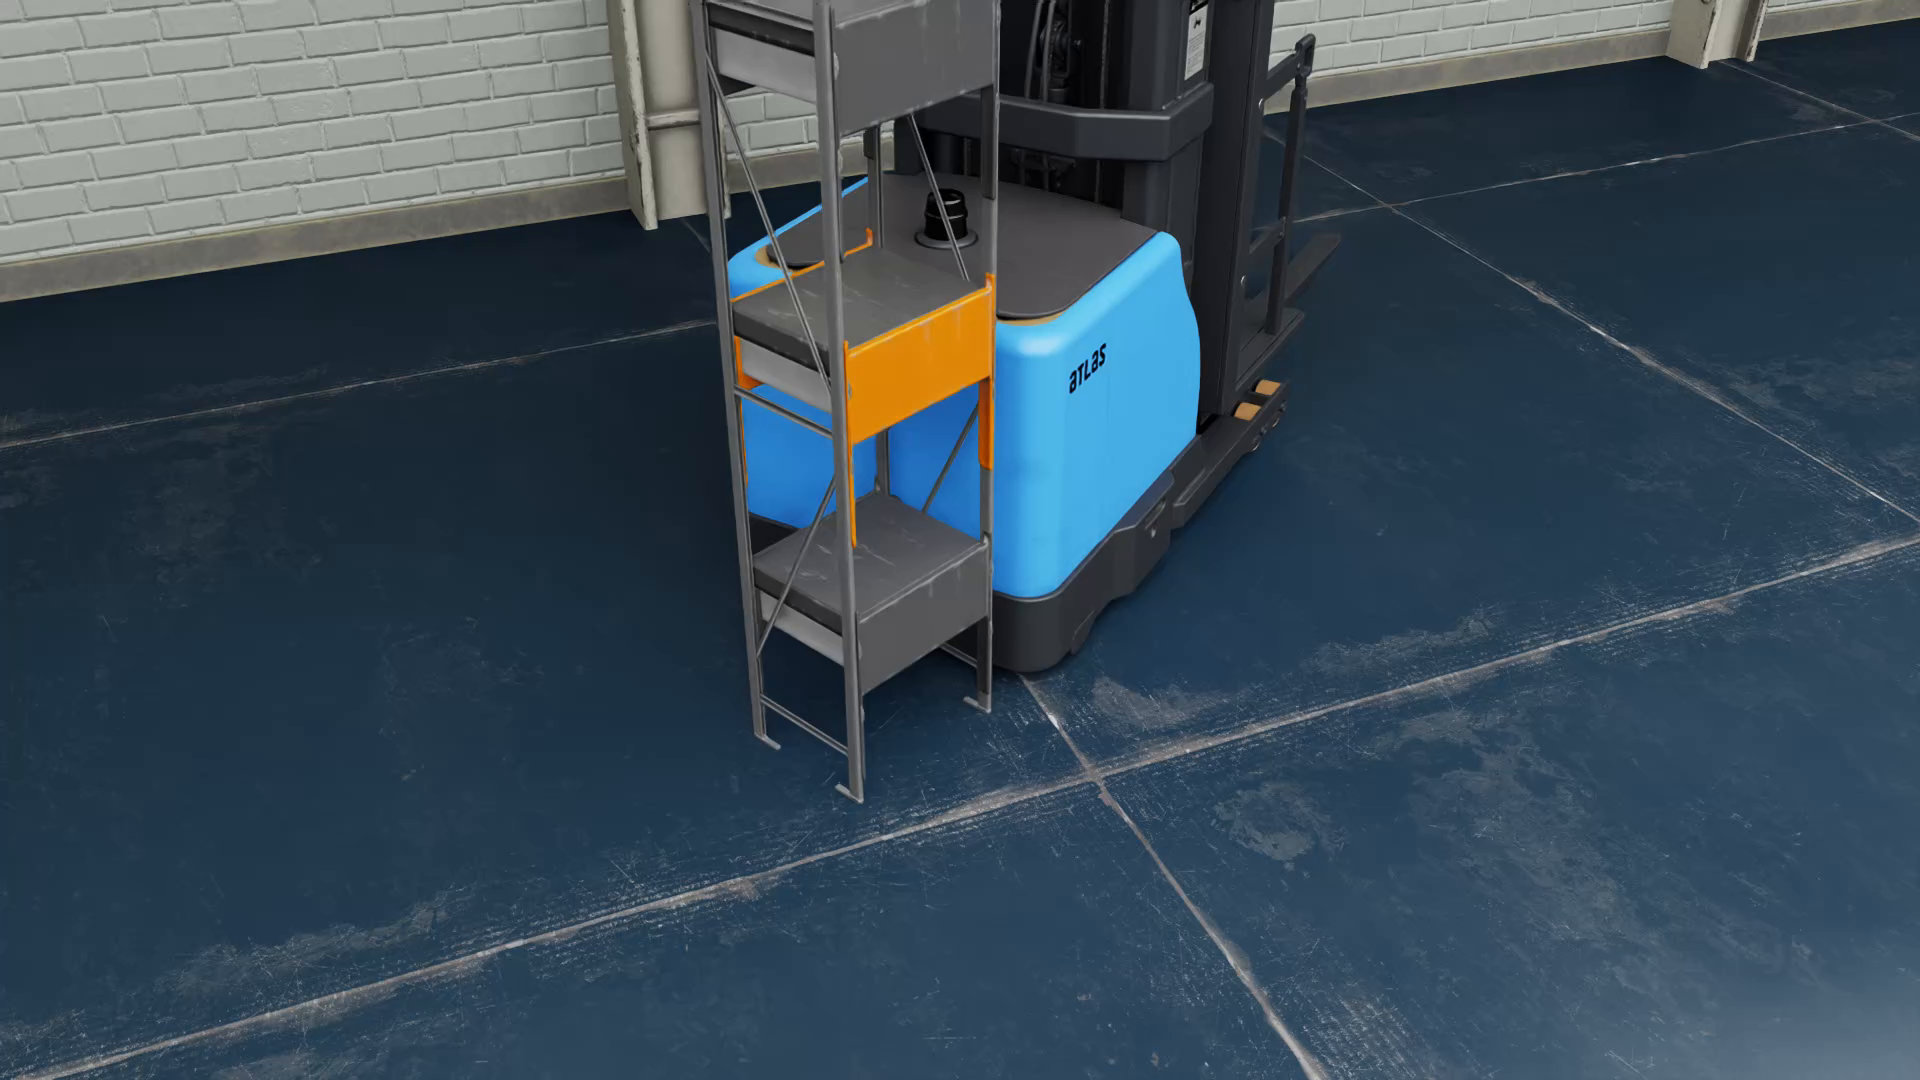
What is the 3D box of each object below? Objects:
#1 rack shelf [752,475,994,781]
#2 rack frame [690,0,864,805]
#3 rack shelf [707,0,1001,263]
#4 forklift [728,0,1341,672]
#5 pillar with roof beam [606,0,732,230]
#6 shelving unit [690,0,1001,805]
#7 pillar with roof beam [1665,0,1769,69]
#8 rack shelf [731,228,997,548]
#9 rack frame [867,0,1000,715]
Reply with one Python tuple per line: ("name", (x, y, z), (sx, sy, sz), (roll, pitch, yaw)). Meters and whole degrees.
("rack shelf", (-0.232, 0.216, 4.301), (0.431, 0.518, 0.480), (27, 41, 34))
("rack frame", (-0.397, -0.284, 3.761), (0.400, 2.100, 0.015), (27, 41, 34))
("rack shelf", (-0.232, -0.957, 3.537), (0.431, 0.518, 0.480), (27, 41, 34))
("forklift", (0.509, -1.644, 5.089), (1.130, 2.935, 3.031), (17, 37, 24))
("pillar with roof beam", (0.398, -3.096, 1.758), (0.400, 9.000, 9.100), (-13, 35, -19))
("shelving unit", (-0.232, -0.382, 3.912), (0.431, 2.100, 0.503), (27, 41, 34))
("pillar with roof beam", (5.930, -4.363, 3.705), (0.400, 9.000, 9.100), (-13, 35, -19))
("rack shelf", (-0.232, -0.371, 3.919), (0.431, 0.518, 0.480), (27, 41, 34))
("rack frame", (-0.068, -0.480, 4.063), (0.400, 2.100, 0.015), (27, 41, 34))
